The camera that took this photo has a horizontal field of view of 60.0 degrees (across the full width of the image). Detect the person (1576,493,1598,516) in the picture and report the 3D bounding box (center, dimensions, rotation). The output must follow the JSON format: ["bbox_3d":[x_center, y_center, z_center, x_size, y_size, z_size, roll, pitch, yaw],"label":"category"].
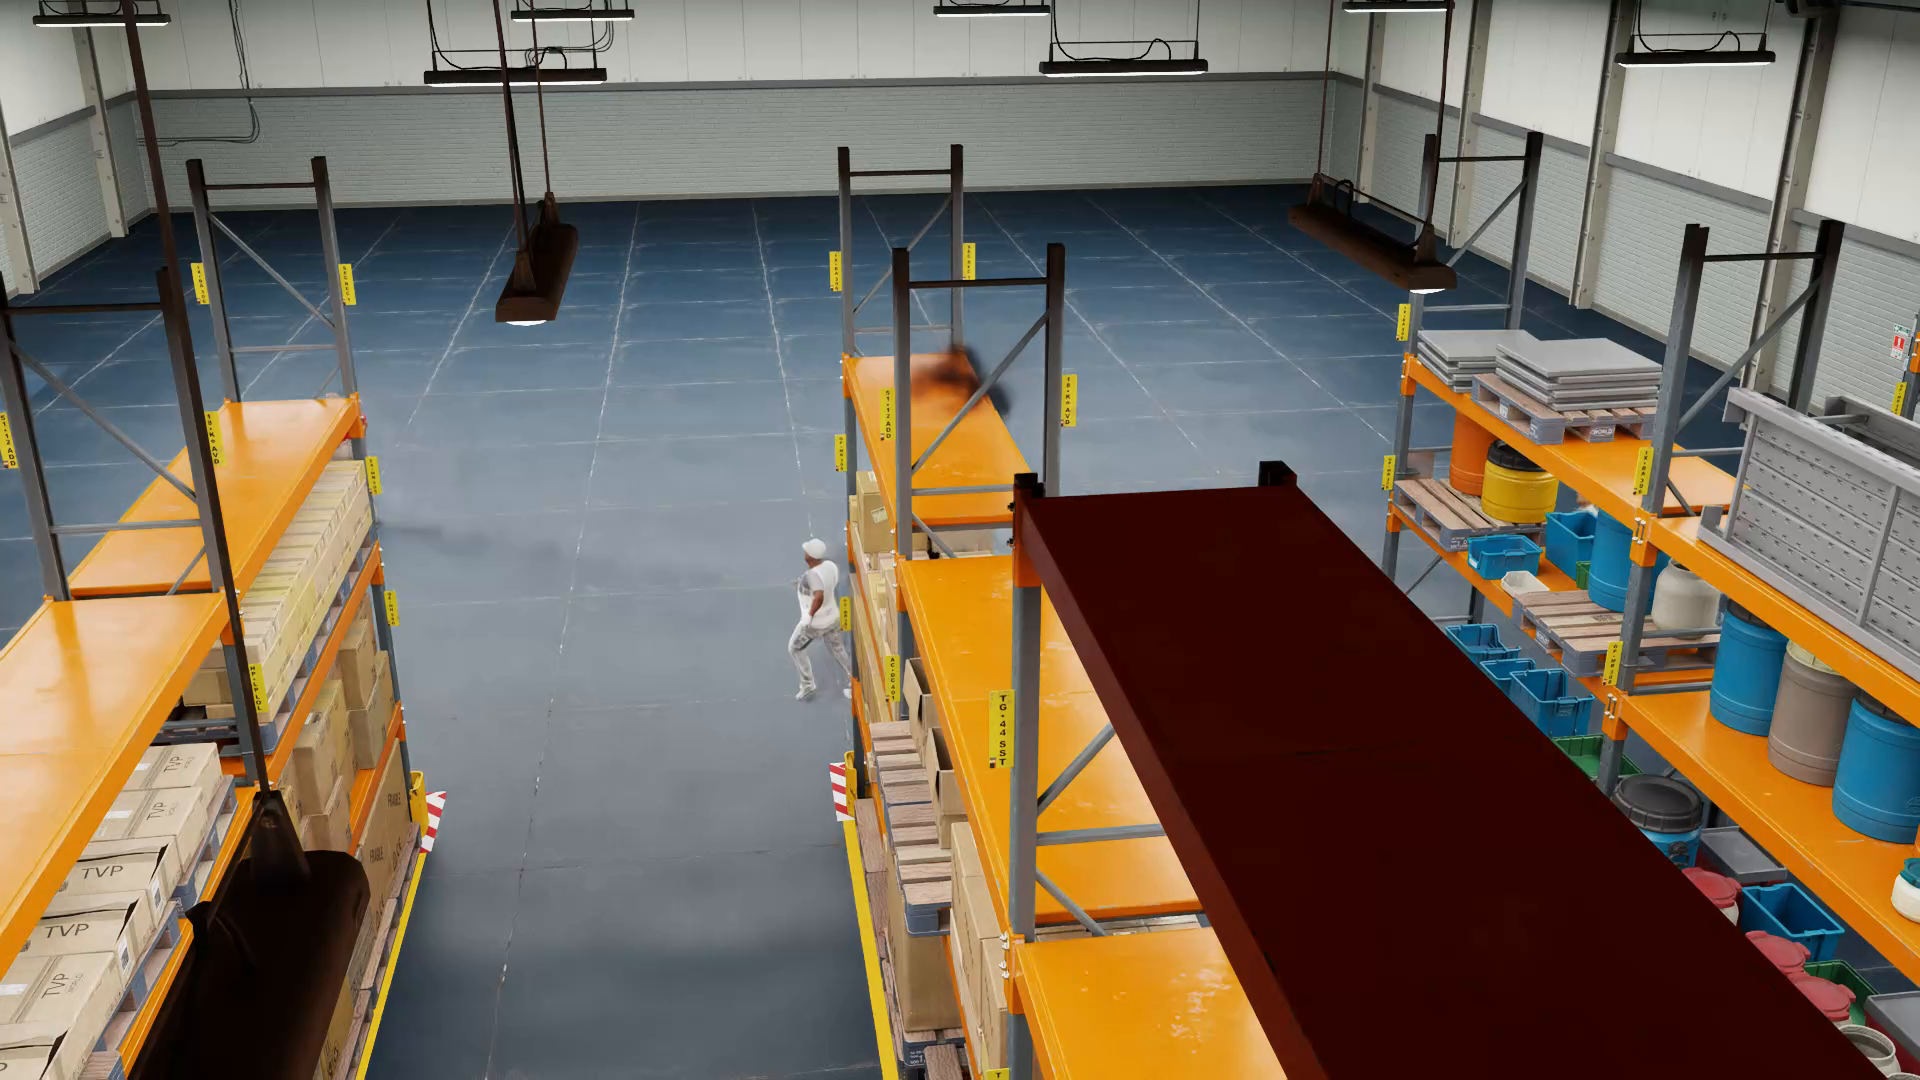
[{"bbox_3d":[6.988,0.267,18.576,0.973,1.826,0.732,8,23,20],"label":"person"}]

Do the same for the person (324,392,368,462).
[{"bbox_3d":[-8.218,-1.105,22.090,0.837,1.788,0.640,7,23,16],"label":"person"}]

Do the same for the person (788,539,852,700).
[{"bbox_3d":[-1.424,0.866,17.047,0.909,1.825,0.689,13,25,29],"label":"person"}]
